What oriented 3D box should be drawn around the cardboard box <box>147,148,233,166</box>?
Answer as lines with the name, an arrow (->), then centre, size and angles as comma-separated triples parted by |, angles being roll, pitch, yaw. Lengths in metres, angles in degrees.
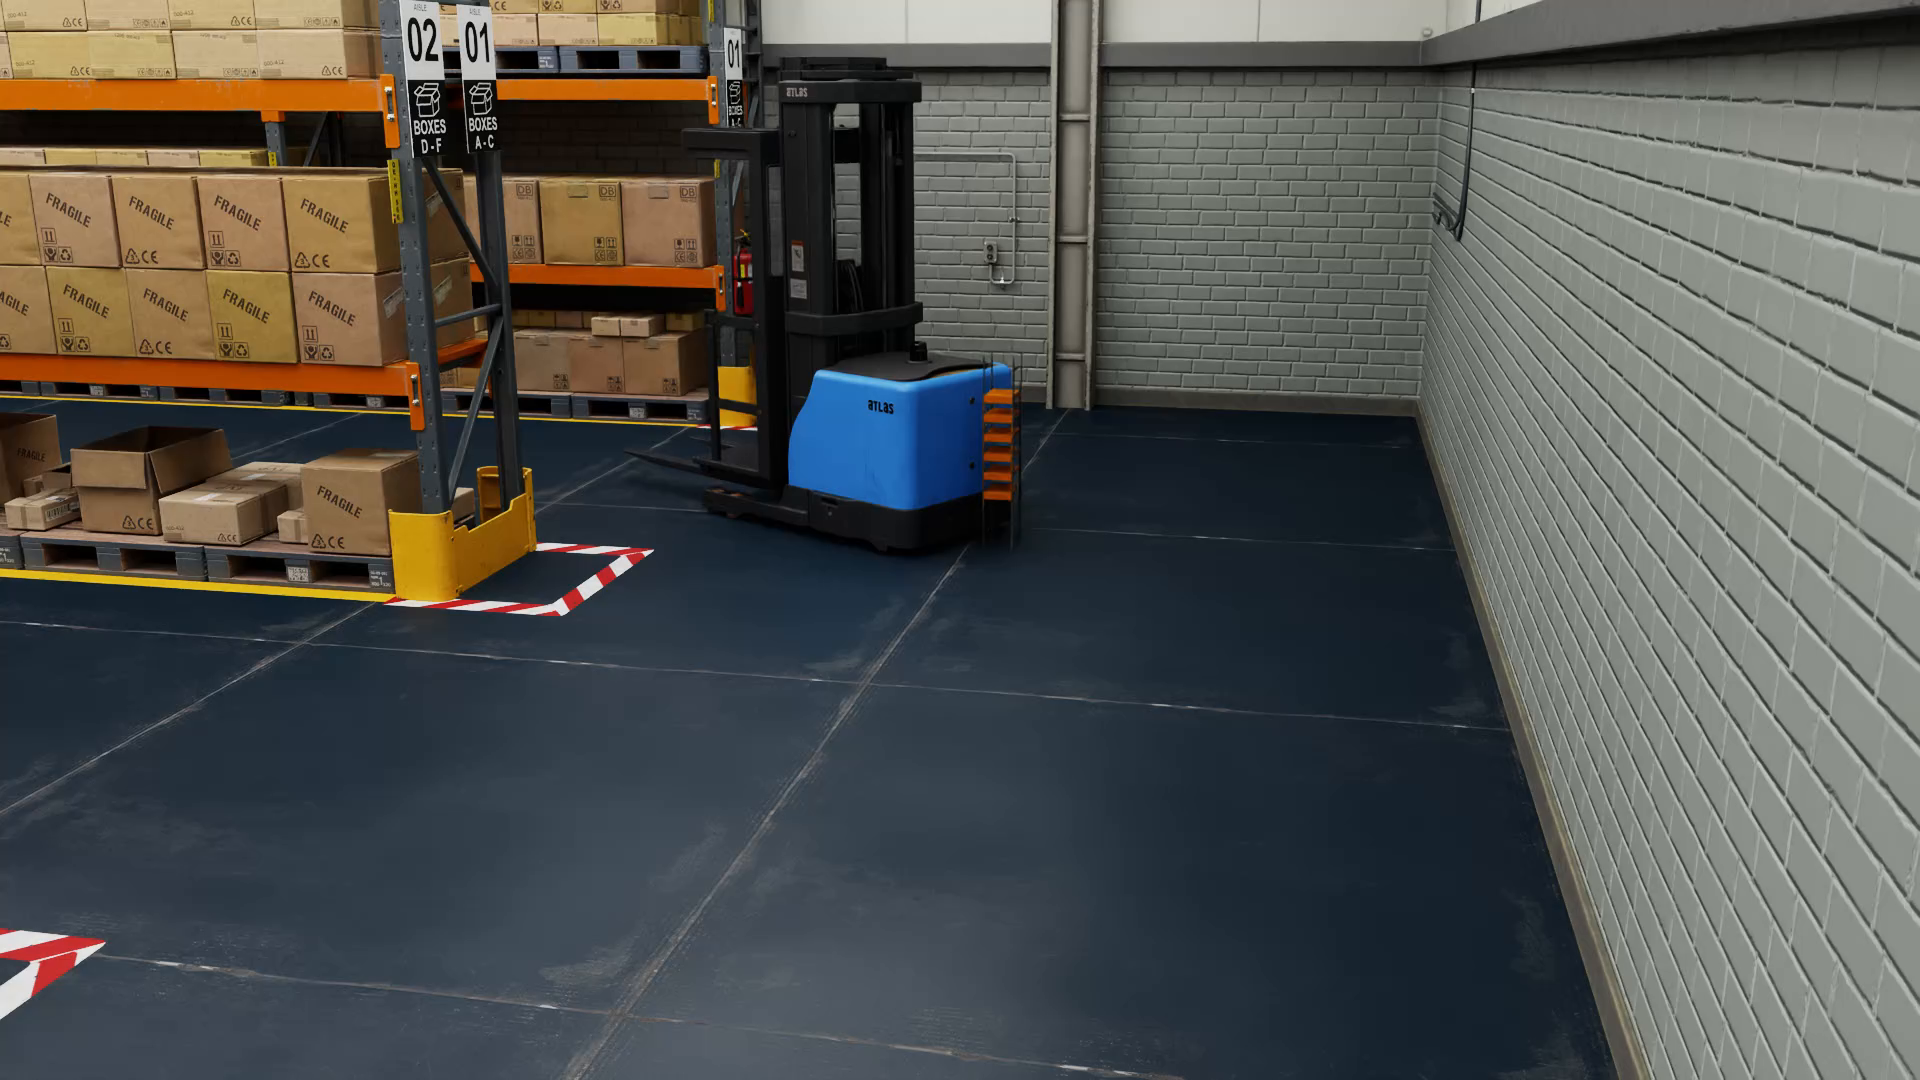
cardboard box -> -6.762, -3.314, 14.651 | 0.500, 0.250, 0.500 | 3, 16, 12

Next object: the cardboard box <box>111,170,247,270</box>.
cardboard box -> -4.314, -1.790, 9.274 | 0.500, 0.500, 0.500 | 4, 16, 13

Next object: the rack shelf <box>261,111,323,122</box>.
rack shelf -> -7.715, -3.969, 14.931 | 4.000, 0.370, 1.077 | 3, 16, 11

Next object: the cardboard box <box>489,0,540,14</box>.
cardboard box -> -3.608, -4.559, 13.615 | 0.500, 0.500, 0.500 | 2, 16, 9

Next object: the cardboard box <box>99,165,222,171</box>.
cardboard box -> -4.702, -1.958, 9.882 | 0.500, 0.500, 0.500 | 3, 16, 11

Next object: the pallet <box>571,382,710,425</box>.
pallet -> -2.634, -1.229, 14.535 | 1.213, 0.211, 1.003 | 3, 16, 11

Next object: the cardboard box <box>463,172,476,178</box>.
cardboard box -> -4.512, -2.835, 14.546 | 0.700, 0.700, 0.980 | 3, 16, 10

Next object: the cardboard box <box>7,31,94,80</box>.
cardboard box -> -4.841, -2.670, 9.175 | 0.500, 0.250, 0.500 | 3, 16, 11

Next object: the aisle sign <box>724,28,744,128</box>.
aisle sign -> -1.824, -3.722, 13.439 | 0.004, 0.787, 0.394 | 3, 16, 11

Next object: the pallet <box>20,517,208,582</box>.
pallet -> -4.866, -0.023, 10.180 | 1.213, 0.211, 1.003 | 3, 16, 11

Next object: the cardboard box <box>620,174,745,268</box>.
cardboard box -> -2.337, -2.720, 14.131 | 0.700, 0.700, 0.980 | 4, 16, 14

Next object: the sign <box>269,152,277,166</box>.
sign -> -5.853, -3.141, 14.193 | 0.005, 0.325, 0.100 | 3, 16, 11

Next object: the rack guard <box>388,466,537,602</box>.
rack guard -> -2.893, -0.055, 9.752 | 0.348, 0.500, 1.175 | 3, 16, 11

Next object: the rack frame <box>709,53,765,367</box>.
rack frame -> -1.835, -2.551, 14.083 | 0.127, 3.000, 1.000 | 3, 16, 11

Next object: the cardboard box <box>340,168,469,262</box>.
cardboard box -> -3.201, -1.878, 9.592 | 0.500, 0.500, 0.500 | 4, 16, 13

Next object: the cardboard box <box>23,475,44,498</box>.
cardboard box -> -5.744, -0.346, 10.637 | 0.250, 0.149, 0.380 | 3, 16, 11

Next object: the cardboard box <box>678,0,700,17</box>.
cardboard box -> -2.502, -4.638, 13.901 | 0.500, 0.500, 0.500 | 2, 16, 9

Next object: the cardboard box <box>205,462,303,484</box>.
cardboard box -> -4.275, -0.298, 10.277 | 0.500, 0.250, 0.500 | 3, 16, 11

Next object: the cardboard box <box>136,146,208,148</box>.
cardboard box -> -7.160, -3.471, 15.215 | 0.500, 0.250, 0.500 | 3, 16, 9

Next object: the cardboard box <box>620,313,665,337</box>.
cardboard box -> -2.703, -1.832, 14.167 | 0.250, 0.149, 0.380 | 3, 16, 10

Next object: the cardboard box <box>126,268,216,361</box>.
cardboard box -> -4.308, -1.311, 9.417 | 0.500, 0.500, 0.500 | 3, 16, 12

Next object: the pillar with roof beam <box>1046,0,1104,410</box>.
pillar with roof beam -> 0.125, -4.399, 9.515 | 0.400, 9.000, 9.100 | 3, 16, 11

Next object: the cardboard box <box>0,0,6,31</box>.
cardboard box -> -5.333, -2.936, 9.196 | 0.500, 0.250, 0.500 | 3, 16, 11

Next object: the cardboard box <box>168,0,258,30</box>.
cardboard box -> -3.863, -2.856, 8.911 | 0.500, 0.250, 0.500 | 3, 16, 11

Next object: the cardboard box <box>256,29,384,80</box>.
cardboard box -> -3.374, -2.587, 8.873 | 0.500, 0.250, 0.500 | 3, 16, 11

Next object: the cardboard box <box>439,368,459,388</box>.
cardboard box -> -4.551, -1.668, 14.789 | 0.500, 0.500, 0.700 | 3, 16, 11

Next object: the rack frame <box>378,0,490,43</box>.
rack frame -> -2.818, -4.146, 8.603 | 0.127, 3.000, 1.000 | 3, 16, 11

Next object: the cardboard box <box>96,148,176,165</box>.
cardboard box -> -7.262, -3.341, 14.749 | 0.500, 0.250, 0.500 | 3, 16, 12

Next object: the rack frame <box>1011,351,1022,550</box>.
rack frame -> 0.348, -0.545, 10.214 | 0.006, 1.200, 0.240 | 4, 16, 14

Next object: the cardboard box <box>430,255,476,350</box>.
cardboard box -> -3.201, -1.396, 9.725 | 0.500, 0.500, 0.500 | 3, 16, 12

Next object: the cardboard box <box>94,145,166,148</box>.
cardboard box -> -7.670, -3.499, 15.320 | 0.500, 0.250, 0.500 | 3, 16, 10

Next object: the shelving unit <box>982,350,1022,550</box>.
shelving unit -> 0.260, -0.552, 10.236 | 0.189, 1.200, 0.258 | 4, 16, 14

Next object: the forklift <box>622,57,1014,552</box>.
forklift -> -1.092, -1.649, 10.954 | 3.031, 2.935, 1.130 | 13, 20, 40

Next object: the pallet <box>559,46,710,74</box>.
pallet -> -2.564, -3.991, 13.827 | 1.213, 0.211, 1.003 | 3, 16, 11

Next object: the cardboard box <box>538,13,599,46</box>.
cardboard box -> -3.116, -4.172, 13.622 | 0.500, 0.250, 0.500 | 3, 16, 9

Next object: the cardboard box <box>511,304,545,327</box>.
cardboard box -> -3.869, -1.999, 14.770 | 0.250, 0.149, 0.380 | 3, 16, 10

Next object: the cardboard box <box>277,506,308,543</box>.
cardboard box -> -3.779, -0.111, 9.758 | 0.250, 0.166, 0.380 | 3, 16, 11

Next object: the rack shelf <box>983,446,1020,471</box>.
rack shelf -> 0.260, -0.509, 10.247 | 0.180, 0.103, 0.258 | 4, 16, 14

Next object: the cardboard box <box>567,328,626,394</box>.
cardboard box -> -3.031, -1.587, 14.497 | 0.500, 0.500, 0.700 | 3, 16, 11

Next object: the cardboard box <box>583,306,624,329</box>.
cardboard box -> -3.120, -1.958, 14.624 | 0.250, 0.149, 0.380 | 3, 16, 12

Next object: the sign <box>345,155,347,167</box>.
sign -> -5.646, -3.365, 15.249 | 0.005, 0.325, 0.100 | 3, 16, 11

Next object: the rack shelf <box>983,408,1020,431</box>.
rack shelf -> 0.260, -0.740, 10.183 | 0.180, 0.103, 0.258 | 4, 16, 14
